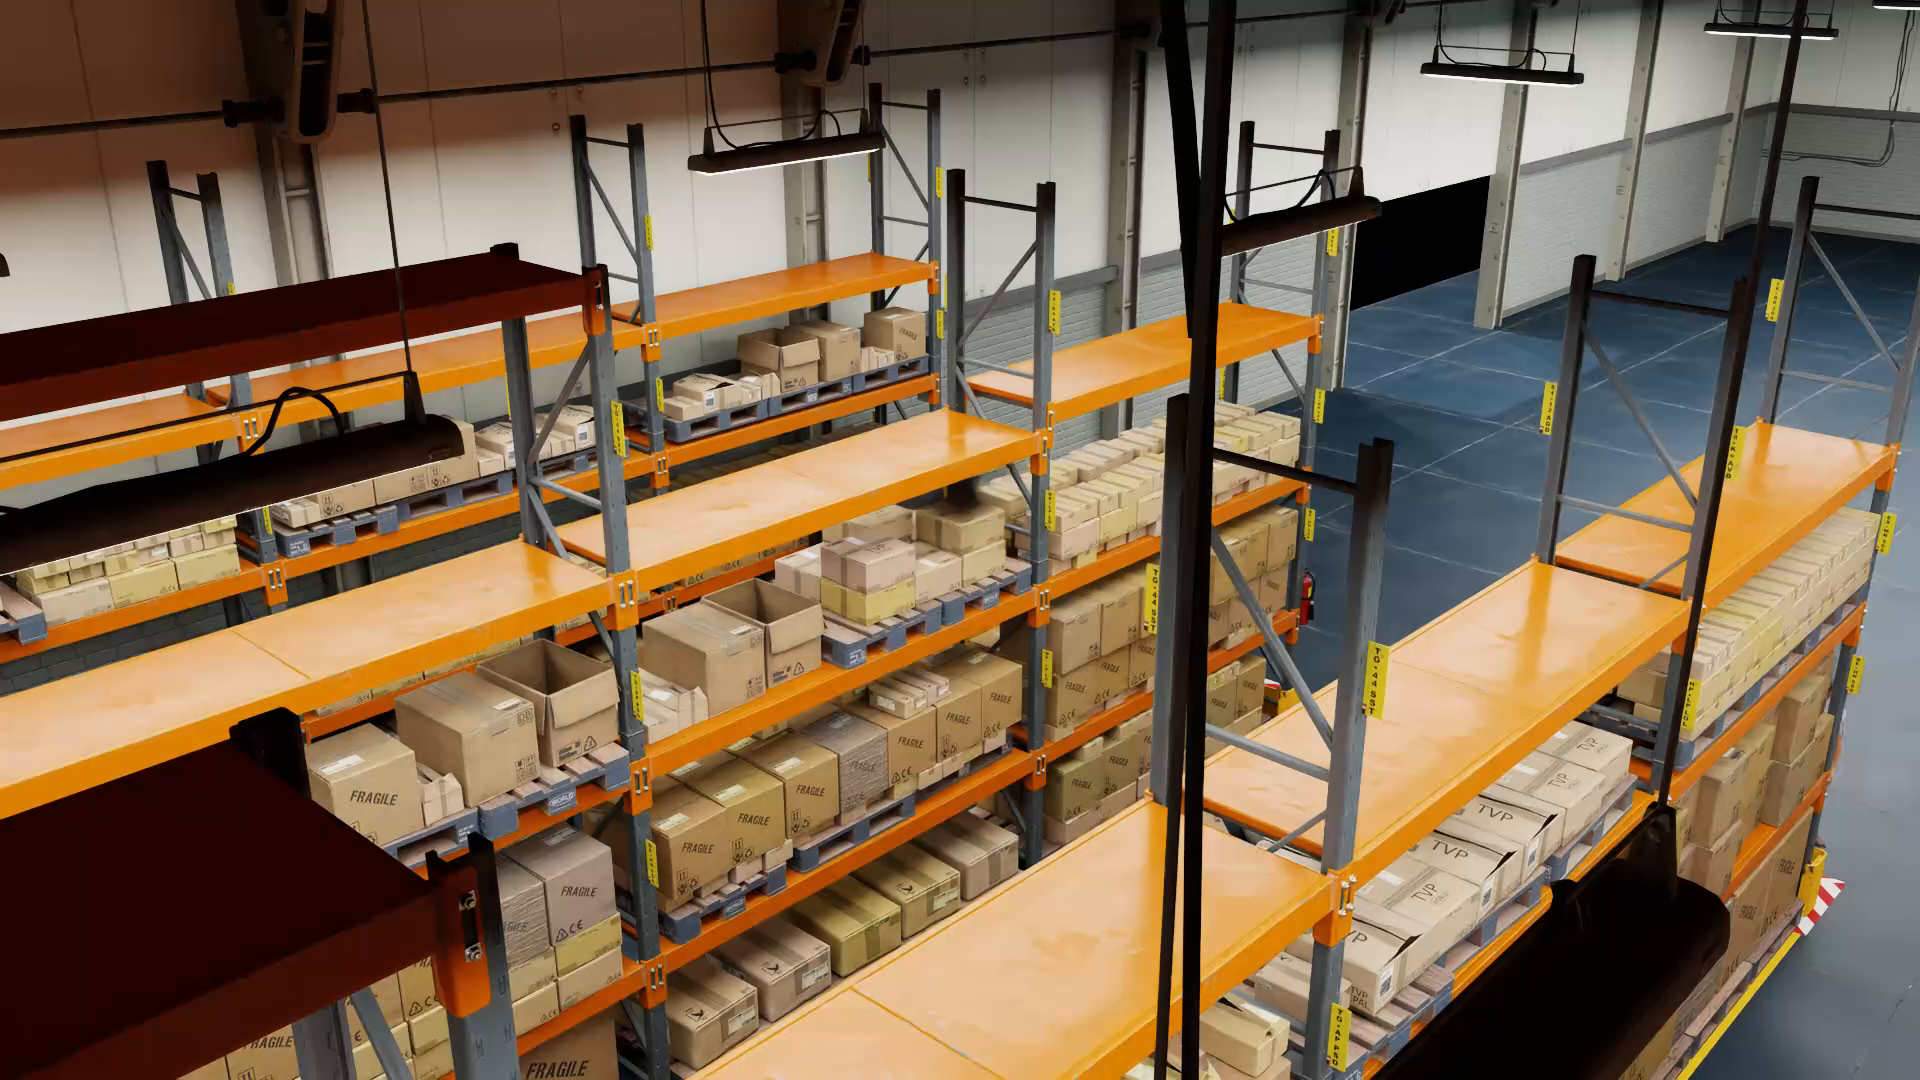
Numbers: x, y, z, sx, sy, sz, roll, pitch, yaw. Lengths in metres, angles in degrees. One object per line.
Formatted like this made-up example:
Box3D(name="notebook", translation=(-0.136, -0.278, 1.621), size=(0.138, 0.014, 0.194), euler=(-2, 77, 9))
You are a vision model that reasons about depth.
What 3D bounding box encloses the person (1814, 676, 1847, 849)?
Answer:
Box3D(name="person", translation=(7.533, 1.947, 14.734), size=(0.378, 1.661, 0.531), euler=(-16, 26, -35))
